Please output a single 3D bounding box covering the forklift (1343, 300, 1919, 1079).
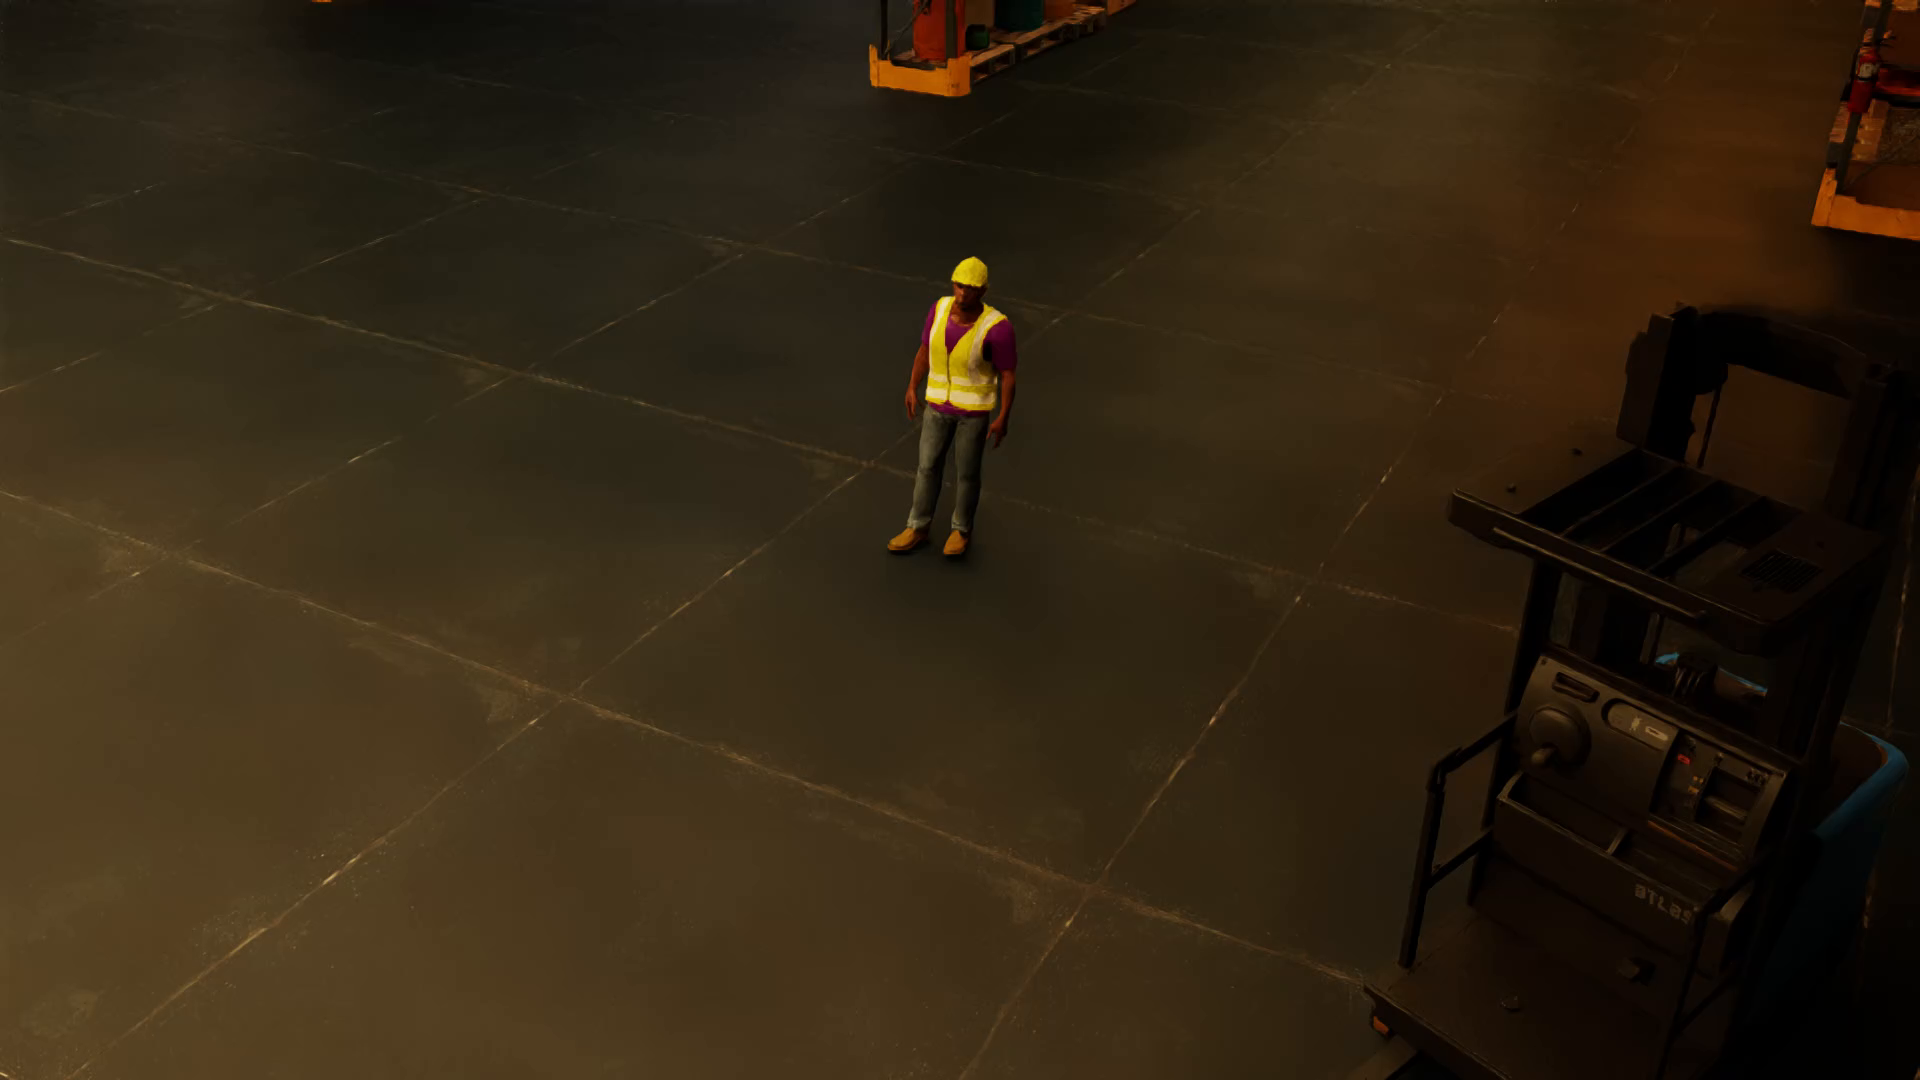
[{"bbox_3d":[2.251,0.780,5.718,3.031,2.935,1.130,-24,37,-35],"label":"forklift"}]

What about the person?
[{"bbox_3d":[-0.038,-0.742,9.507,0.665,1.766,0.576,15,33,25],"label":"person"}]
